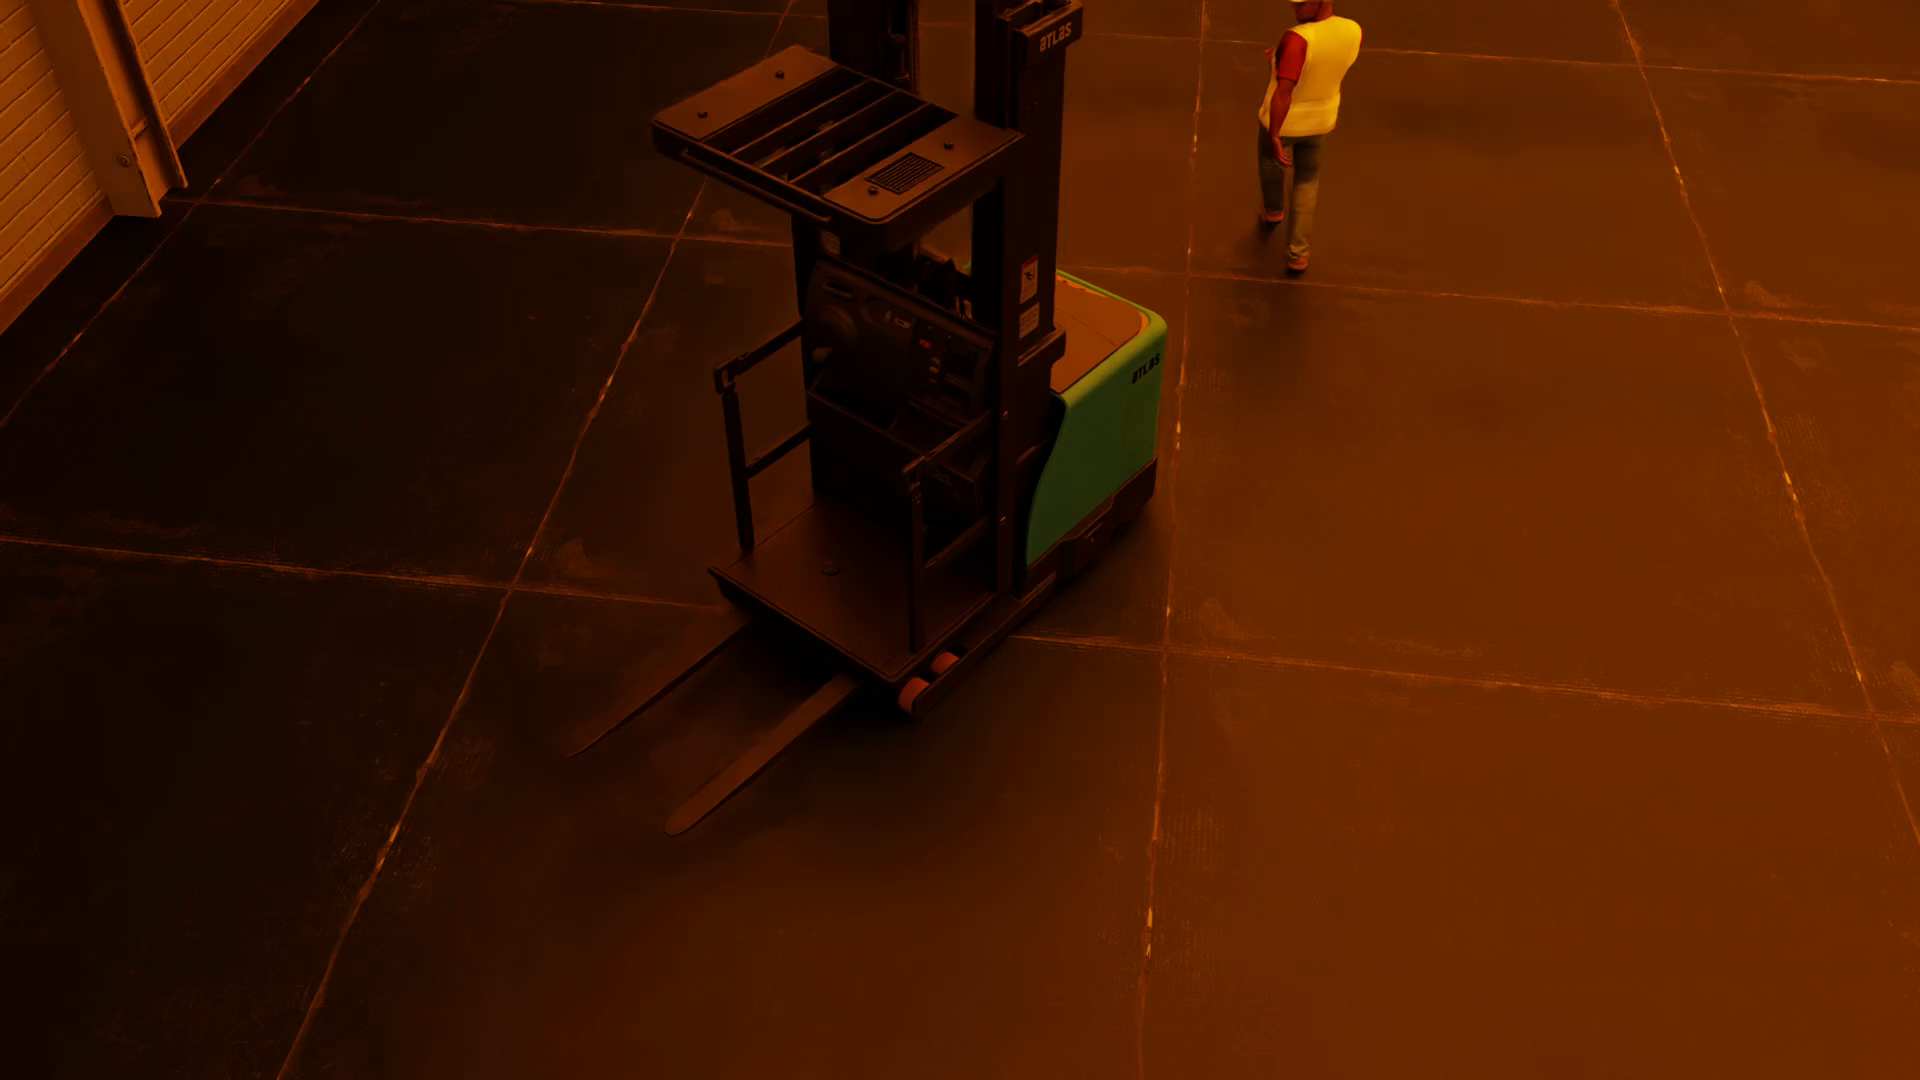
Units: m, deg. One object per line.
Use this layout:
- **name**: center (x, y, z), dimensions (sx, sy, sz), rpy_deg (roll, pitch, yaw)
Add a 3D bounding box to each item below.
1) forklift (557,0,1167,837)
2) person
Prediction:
- **forklift**: center (-0.389, -0.716, 6.504), dimensions (1.130, 2.935, 3.031), rpy_deg (29, 50, 28)
- **person**: center (1.897, -2.368, 9.246), dimensions (0.582, 1.704, 0.987), rpy_deg (-4, 43, -4)
